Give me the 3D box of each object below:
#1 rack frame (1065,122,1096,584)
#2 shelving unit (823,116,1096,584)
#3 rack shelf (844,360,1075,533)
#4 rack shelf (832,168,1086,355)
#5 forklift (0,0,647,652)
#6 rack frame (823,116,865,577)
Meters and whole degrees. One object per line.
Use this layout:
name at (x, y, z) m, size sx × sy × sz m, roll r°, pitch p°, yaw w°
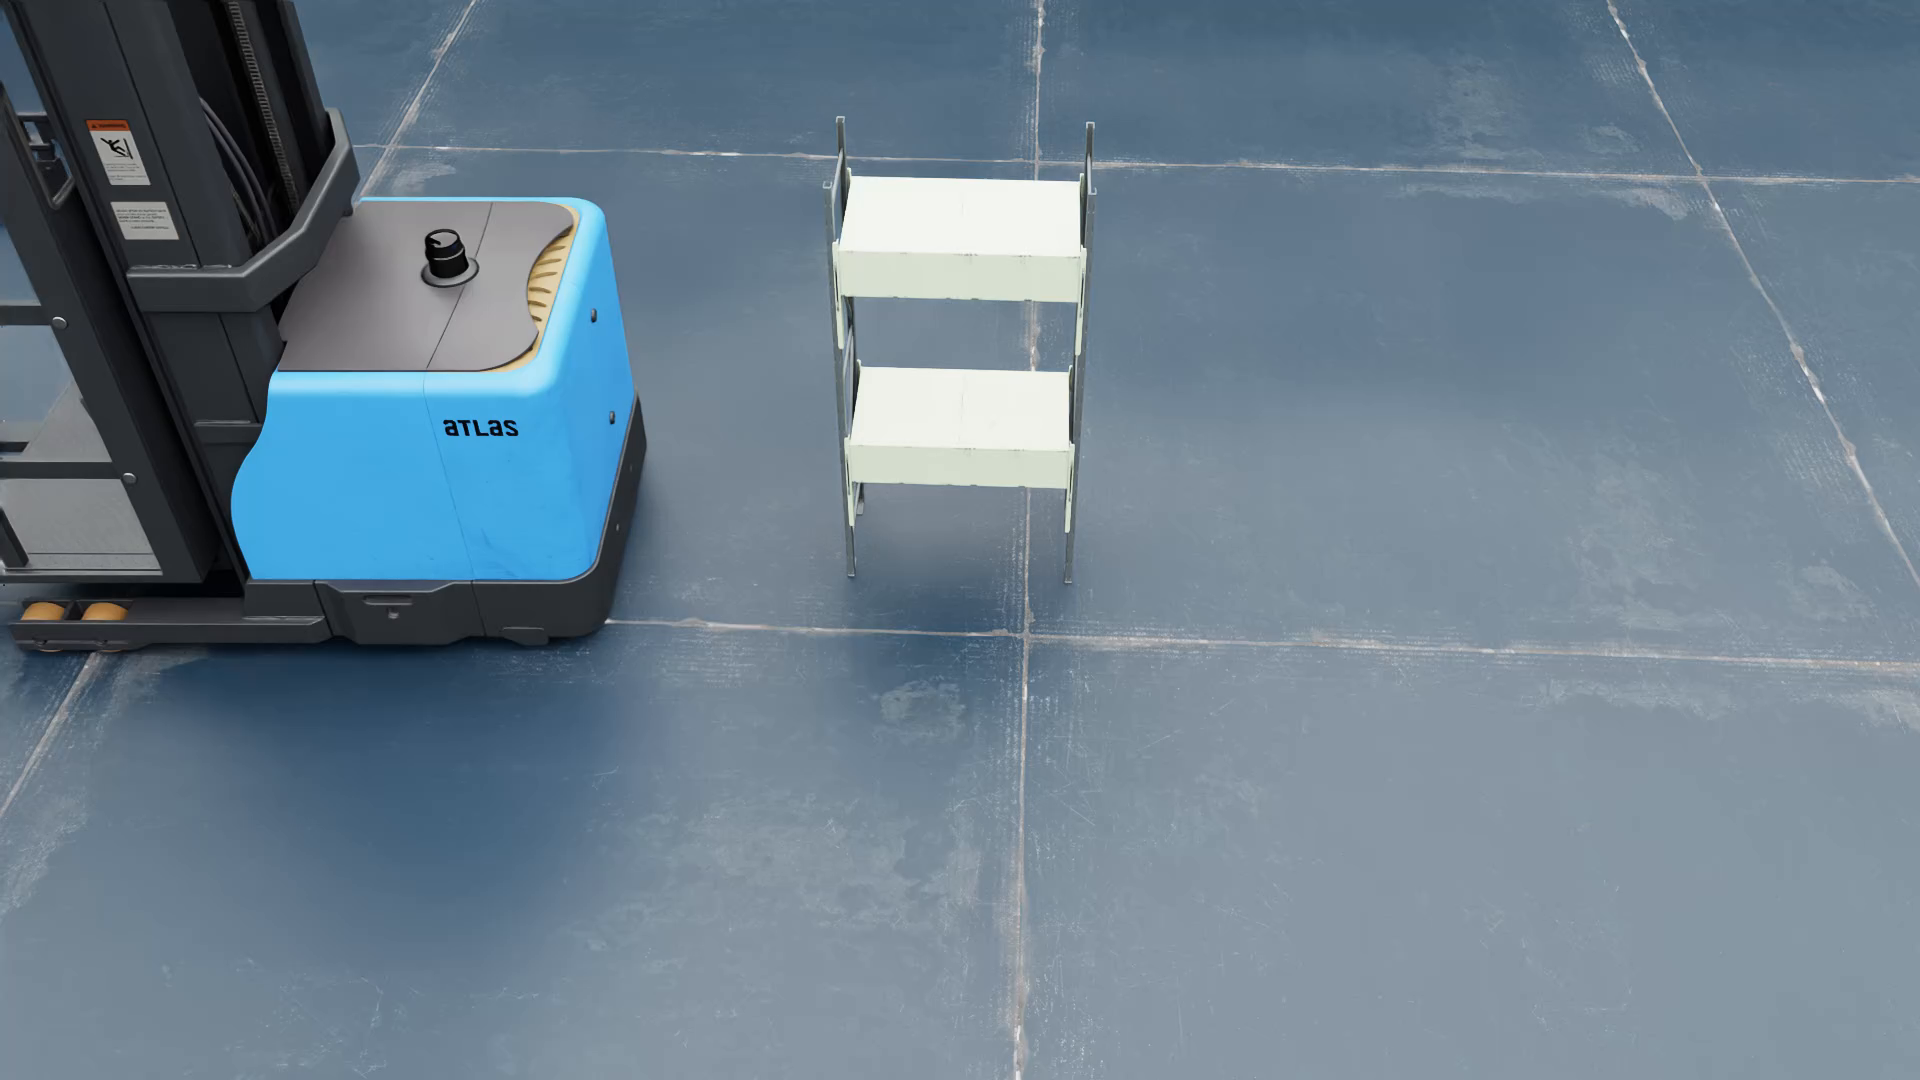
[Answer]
rack frame at (0.372, -0.537, 5.227) m, size 0.023 × 1.500 × 0.400 m, roll 2°, pitch 43°, yaw 2°
shelving unit at (0.007, -0.549, 5.239) m, size 0.755 × 1.500 × 0.431 m, roll 2°, pitch 43°, yaw 2°
rack shelf at (0.007, -0.310, 5.461) m, size 0.720 × 0.370 × 0.431 m, roll 2°, pitch 43°, yaw 2°
rack shelf at (0.007, -0.834, 4.973) m, size 0.720 × 0.370 × 0.431 m, roll 2°, pitch 43°, yaw 2°
forklift at (-2.647, -1.072, 4.751) m, size 3.031 × 2.935 × 1.130 m, roll 0°, pitch 43°, yaw 0°
rack frame at (-0.359, -0.560, 5.251) m, size 0.023 × 1.500 × 0.400 m, roll 2°, pitch 43°, yaw 2°
